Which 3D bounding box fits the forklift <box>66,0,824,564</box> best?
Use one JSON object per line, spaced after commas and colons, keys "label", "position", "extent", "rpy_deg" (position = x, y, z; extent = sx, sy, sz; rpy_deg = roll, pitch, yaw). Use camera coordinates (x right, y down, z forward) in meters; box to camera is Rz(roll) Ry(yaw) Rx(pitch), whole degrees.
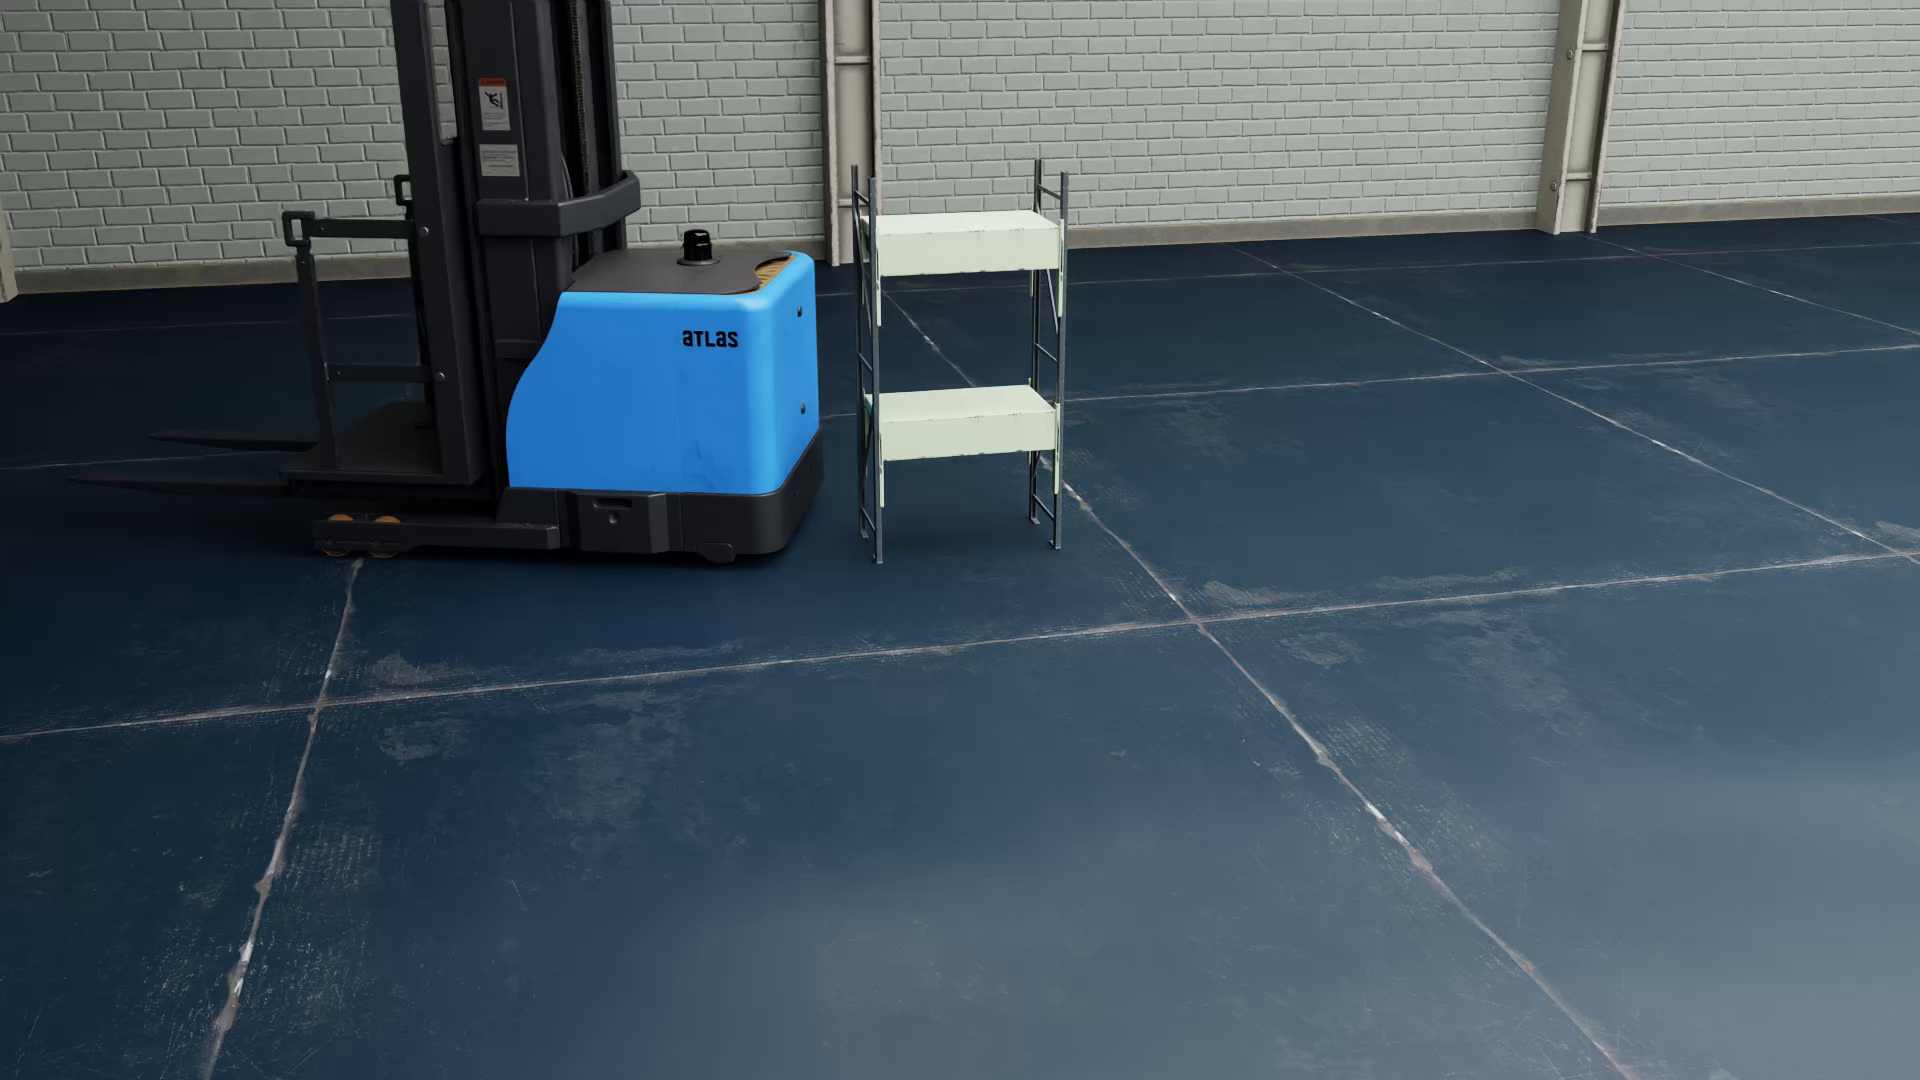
{"label": "forklift", "position": [-2.151, -1.481, 6.597], "extent": [3.031, 2.935, 1.130], "rpy_deg": [2, 20, 6]}

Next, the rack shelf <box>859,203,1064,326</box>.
{"label": "rack shelf", "position": [-0.006, -1.070, 6.421], "extent": [0.720, 0.370, 0.431], "rpy_deg": [-5, 21, -12]}

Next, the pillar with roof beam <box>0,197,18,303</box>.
{"label": "pillar with roof beam", "position": [-5.646, -4.417, 5.791], "extent": [0.400, 9.000, 9.100], "rpy_deg": [-5, 21, -12]}

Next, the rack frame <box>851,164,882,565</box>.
{"label": "rack frame", "position": [-0.363, -0.675, 6.476], "extent": [0.023, 1.500, 0.400], "rpy_deg": [-5, 21, -12]}

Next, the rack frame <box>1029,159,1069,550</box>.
{"label": "rack frame", "position": [0.350, -0.733, 6.634], "extent": [0.023, 1.500, 0.400], "rpy_deg": [-5, 21, -12]}

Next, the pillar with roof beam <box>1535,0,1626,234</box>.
{"label": "pillar with roof beam", "position": [6.032, -5.367, 8.383], "extent": [0.400, 9.000, 9.100], "rpy_deg": [-5, 21, -12]}

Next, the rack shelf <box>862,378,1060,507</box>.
{"label": "rack shelf", "position": [-0.006, -0.398, 6.667], "extent": [0.720, 0.370, 0.431], "rpy_deg": [-5, 21, -12]}

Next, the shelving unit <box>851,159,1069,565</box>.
{"label": "shelving unit", "position": [-0.006, -0.704, 6.555], "extent": [0.755, 1.500, 0.431], "rpy_deg": [-5, 21, -12]}

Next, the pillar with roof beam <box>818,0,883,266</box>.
{"label": "pillar with roof beam", "position": [0.193, -4.892, 7.087], "extent": [0.400, 9.000, 9.100], "rpy_deg": [-5, 21, -12]}
